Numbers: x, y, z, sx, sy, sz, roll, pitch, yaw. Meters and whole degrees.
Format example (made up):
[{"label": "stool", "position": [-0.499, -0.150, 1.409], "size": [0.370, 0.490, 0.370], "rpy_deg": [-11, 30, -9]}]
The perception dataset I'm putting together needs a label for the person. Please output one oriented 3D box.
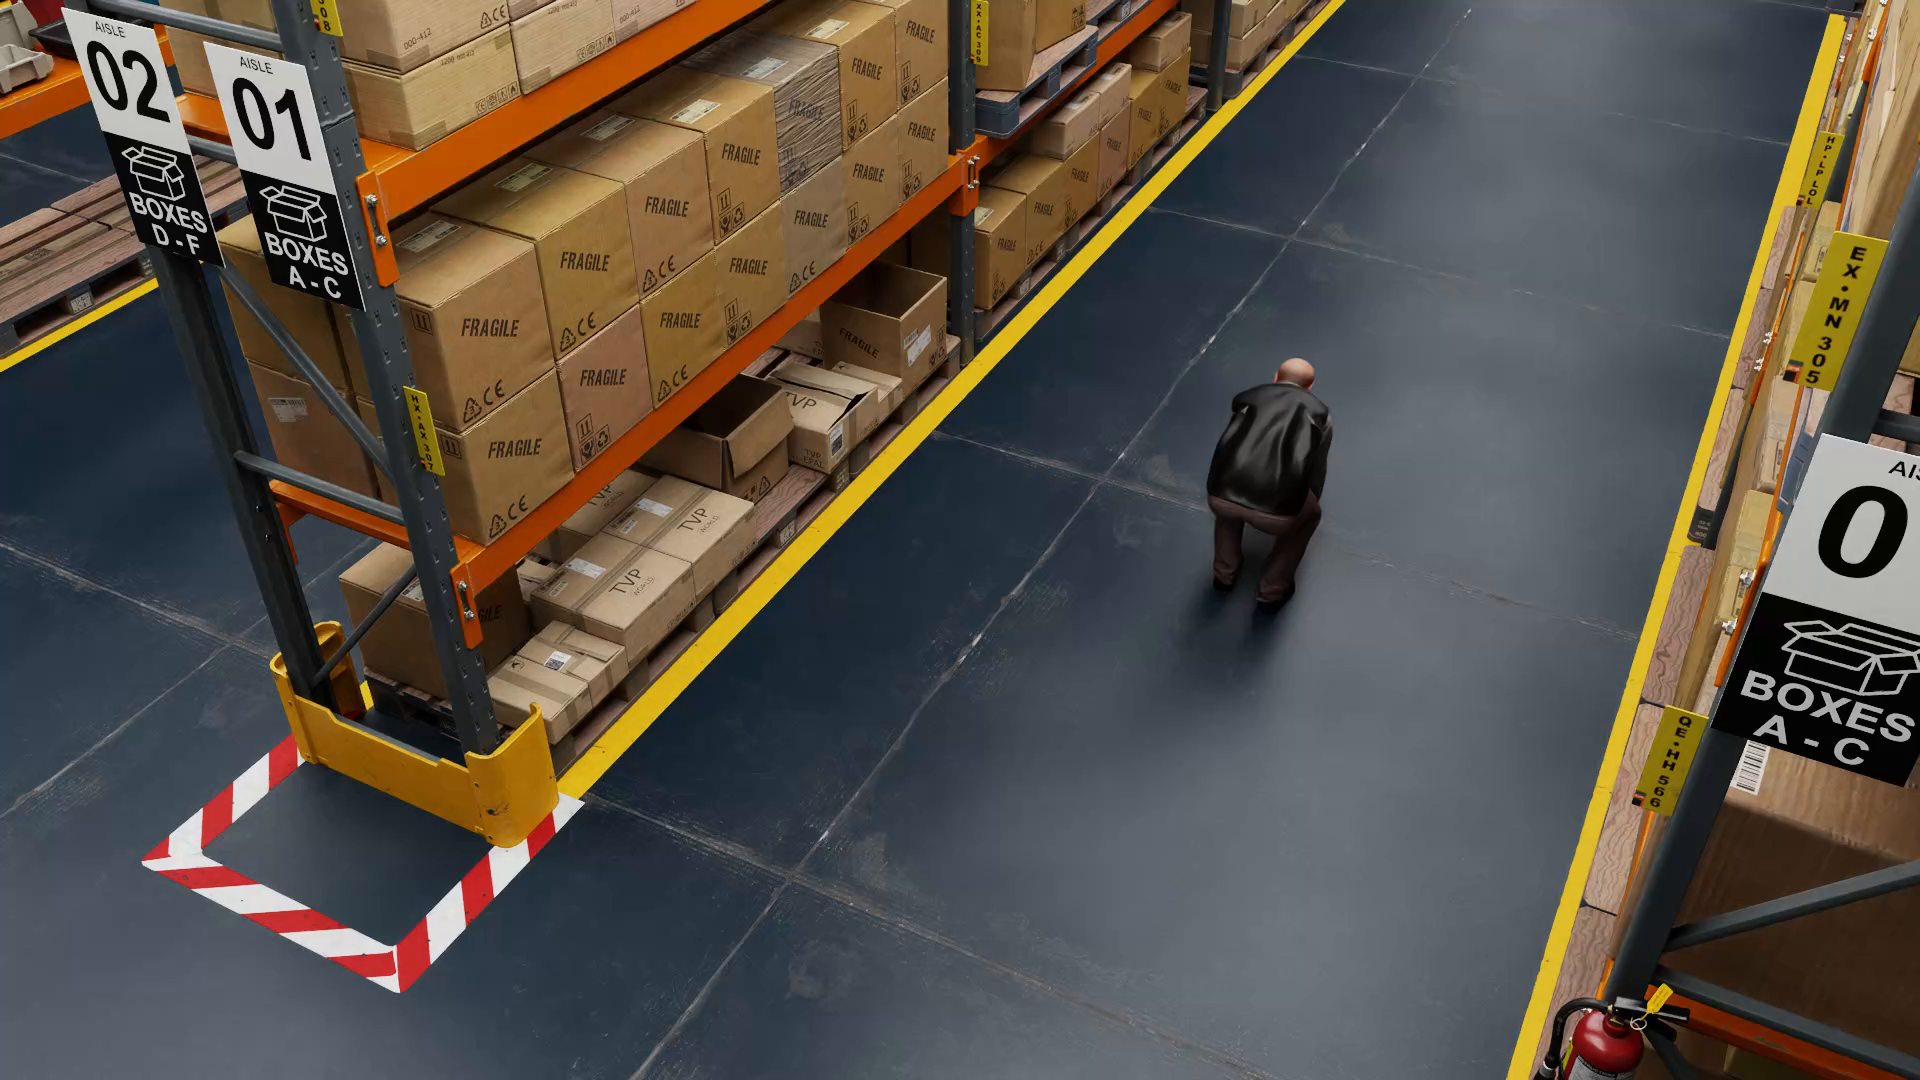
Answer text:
[{"label": "person", "position": [1.436, -0.238, 7.705], "size": [0.507, 0.957, 0.918], "rpy_deg": [16, 40, 20]}]
